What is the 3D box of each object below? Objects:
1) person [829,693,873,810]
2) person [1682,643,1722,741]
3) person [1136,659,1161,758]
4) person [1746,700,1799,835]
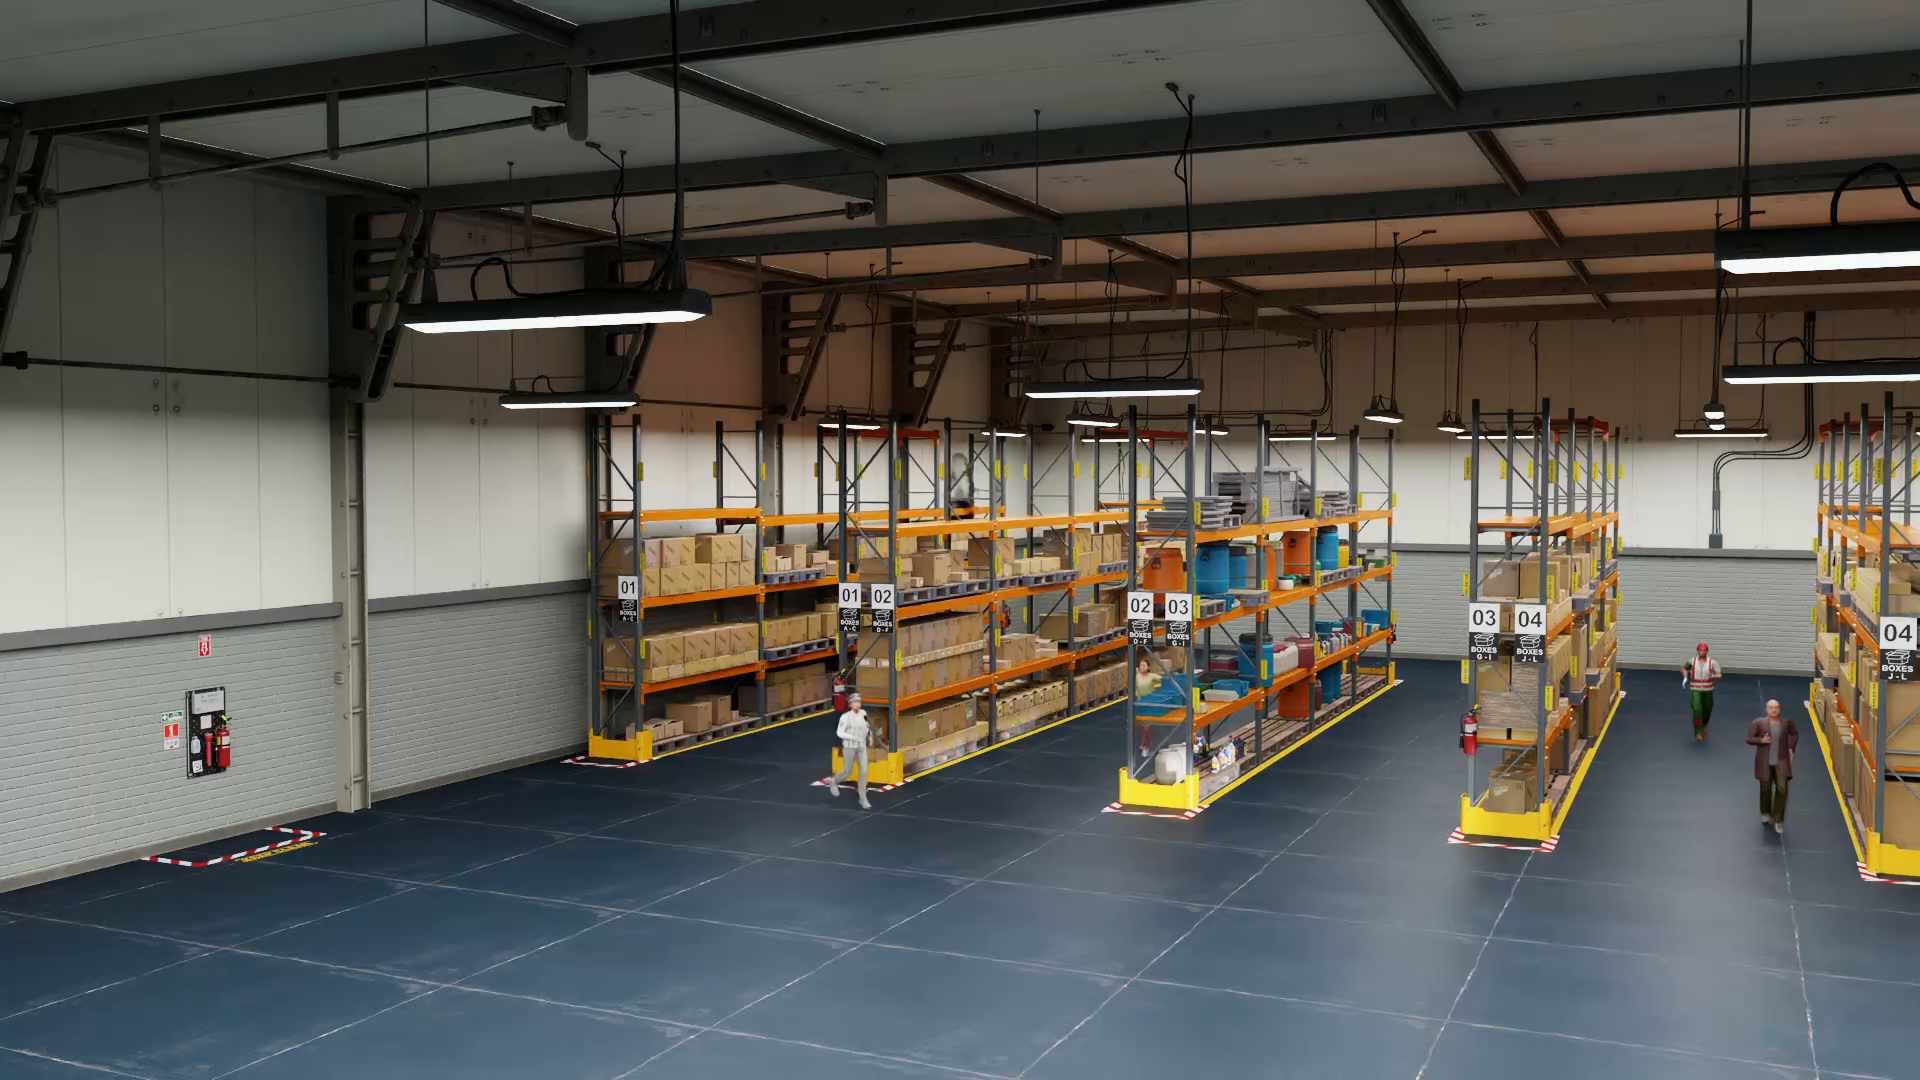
[{"bbox_3d":[-1.599,3.132,24.982,0.625,1.711,0.922,-1,3,-32],"label":"person"},{"bbox_3d":[13.821,2.801,30.981,0.659,1.774,1.002,1,2,20],"label":"person"},{"bbox_3d":[3.286,2.969,29.427,0.588,1.713,0.774,1,3,25],"label":"person"},{"bbox_3d":[11.360,3.154,23.251,0.687,1.845,0.810,1,3,22],"label":"person"}]
